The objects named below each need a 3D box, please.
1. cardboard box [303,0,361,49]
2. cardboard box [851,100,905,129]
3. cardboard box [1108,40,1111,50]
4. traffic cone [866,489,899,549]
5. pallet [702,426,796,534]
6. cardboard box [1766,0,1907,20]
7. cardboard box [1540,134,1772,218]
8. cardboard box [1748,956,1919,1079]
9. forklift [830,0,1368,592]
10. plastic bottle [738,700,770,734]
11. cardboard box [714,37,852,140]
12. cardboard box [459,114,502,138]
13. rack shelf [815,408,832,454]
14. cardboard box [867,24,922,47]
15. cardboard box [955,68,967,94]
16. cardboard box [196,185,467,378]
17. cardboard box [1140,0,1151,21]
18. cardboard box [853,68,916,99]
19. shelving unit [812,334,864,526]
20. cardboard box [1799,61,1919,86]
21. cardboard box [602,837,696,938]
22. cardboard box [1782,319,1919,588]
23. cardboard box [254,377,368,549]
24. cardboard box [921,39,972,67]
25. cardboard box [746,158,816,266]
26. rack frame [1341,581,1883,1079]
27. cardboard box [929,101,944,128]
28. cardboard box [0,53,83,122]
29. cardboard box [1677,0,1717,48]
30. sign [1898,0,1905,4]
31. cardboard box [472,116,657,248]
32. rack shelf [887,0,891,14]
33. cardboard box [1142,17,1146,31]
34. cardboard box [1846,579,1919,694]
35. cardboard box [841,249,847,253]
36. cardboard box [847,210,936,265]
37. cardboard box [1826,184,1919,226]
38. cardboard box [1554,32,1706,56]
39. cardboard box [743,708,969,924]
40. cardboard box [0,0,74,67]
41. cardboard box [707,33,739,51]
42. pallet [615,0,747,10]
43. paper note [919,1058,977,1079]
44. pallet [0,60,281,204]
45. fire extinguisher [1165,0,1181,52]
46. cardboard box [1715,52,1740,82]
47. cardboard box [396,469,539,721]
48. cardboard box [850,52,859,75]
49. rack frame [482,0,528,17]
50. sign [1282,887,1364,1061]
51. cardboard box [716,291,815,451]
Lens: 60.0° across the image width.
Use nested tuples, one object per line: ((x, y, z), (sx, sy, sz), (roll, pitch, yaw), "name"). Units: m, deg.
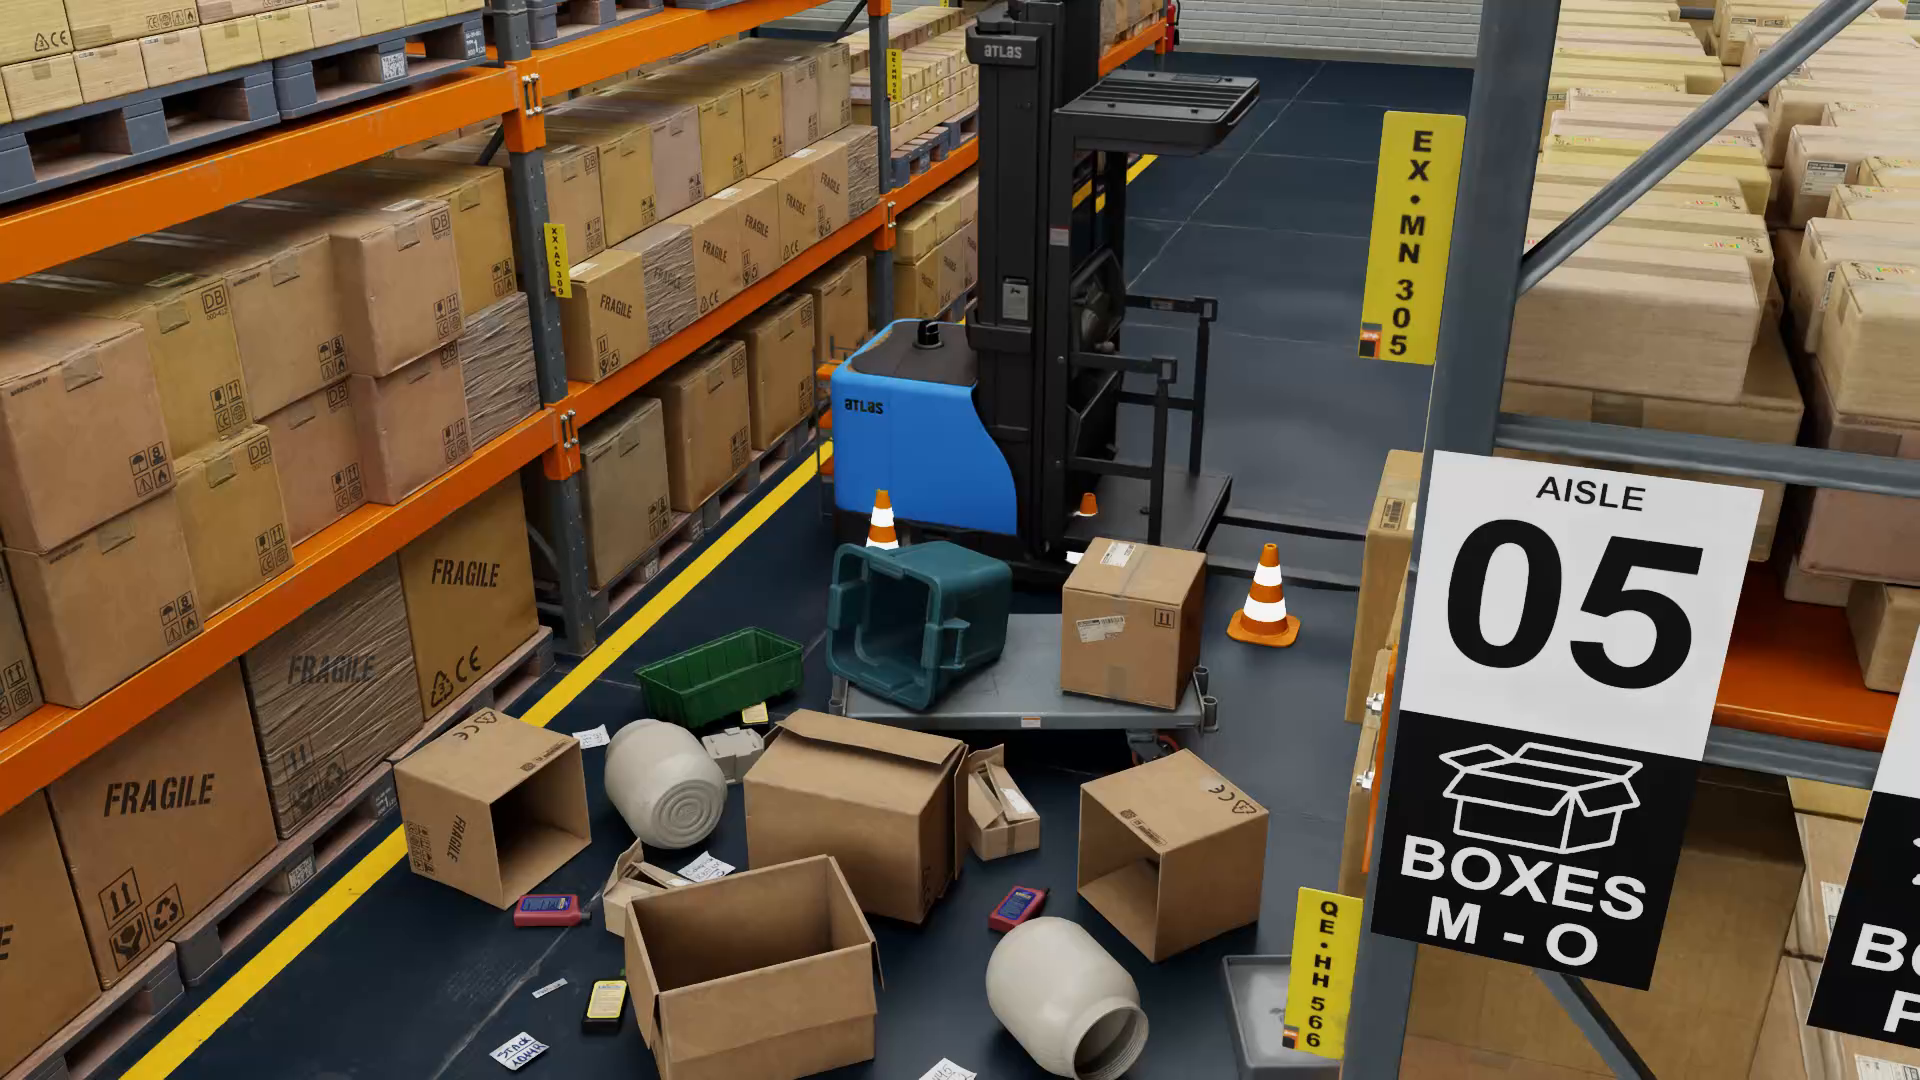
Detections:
((-2.346, -1.828, 5.834), (0.380, 0.149, 0.250), (9, 27, 18), "cardboard box")
((-0.592, -2.891, 11.245), (0.380, 0.149, 0.250), (10, 28, 20), "cardboard box")
((1.230, -4.777, 15.962), (0.380, 0.149, 0.250), (10, 28, 19), "cardboard box")
((-0.402, -0.059, 8.840), (0.336, 0.463, 0.334), (9, 27, 17), "traffic cone")
((-1.683, -0.444, 9.925), (1.003, 0.211, 1.213), (9, 27, 17), "pallet")
((2.515, -1.508, 4.854), (0.380, 0.149, 0.250), (8, 27, 16), "cardboard box")
((1.255, -0.631, 3.042), (0.380, 0.149, 0.250), (9, 27, 18), "cardboard box")
((1.517, 1.118, 3.042), (0.500, 0.500, 0.500), (8, 27, 17), "cardboard box")
((0.886, -1.209, 8.385), (3.031, 2.935, 1.130), (9, 27, 17), "forklift")
((-0.941, 0.787, 7.555), (0.133, 0.061, 0.283), (-5, 26, -9), "plastic bottle")
((-1.100, -2.824, 10.379), (0.700, 0.500, 0.500), (9, 27, 17), "cardboard box")
((-4.745, -3.516, 15.026), (1.225, 0.875, 0.875), (8, 27, 16), "cardboard box")
((-0.662, -0.587, 9.283), (0.215, 0.259, 0.240), (9, 27, 17), "rack shelf")
((-0.520, -3.977, 13.145), (0.380, 0.149, 0.250), (9, 27, 17), "cardboard box")
((-0.164, -3.421, 12.338), (0.380, 0.149, 0.250), (8, 27, 17), "cardboard box")
((-2.501, -1.032, 6.529), (0.875, 0.550, 0.550), (9, 27, 17), "cardboard box")
((1.637, -5.546, 16.806), (0.500, 0.500, 0.500), (8, 27, 17), "cardboard box")
((-0.518, -3.128, 11.393), (0.380, 0.149, 0.250), (8, 27, 16), "cardboard box")
((-0.662, -0.597, 9.278), (0.215, 1.050, 0.252), (9, 27, 17), "shelving unit")
((2.103, -0.975, 3.753), (0.380, 0.149, 0.250), (9, 27, 18), "cardboard box")
((-1.108, 1.336, 6.187), (0.396, 0.266, 0.258), (14, 29, 26), "cardboard box")
((1.516, -0.133, 2.471), (0.500, 0.250, 0.500), (8, 27, 17), "cardboard box")
((-2.837, -0.348, 6.355), (0.875, 0.550, 0.550), (9, 27, 17), "cardboard box")
((-0.083, -3.660, 12.491), (0.380, 0.149, 0.250), (8, 27, 17), "cardboard box")
((-1.172, -1.923, 9.665), (0.500, 0.500, 0.500), (8, 27, 17), "cardboard box")
((1.098, 1.452, 2.810), (1.000, 3.000, 0.127), (9, 27, 17), "rack frame")
((-0.335, -3.075, 11.965), (0.380, 0.149, 0.250), (10, 28, 20), "cardboard box")
((-2.767, -1.309, 4.760), (0.380, 0.149, 0.250), (9, 27, 17), "cardboard box")
((2.487, -1.925, 6.031), (0.500, 0.250, 0.500), (8, 27, 16), "cardboard box")
((2.943, -1.699, 5.282), (0.100, 0.325, 0.005), (9, 27, 17), "sign")
((-1.944, -1.780, 8.222), (0.700, 0.500, 0.500), (8, 27, 17), "cardboard box")
((-0.276, -4.360, 12.197), (1.077, 0.370, 4.000), (9, 27, 17), "rack shelf")
((1.691, -5.310, 17.063), (0.380, 0.149, 0.250), (8, 27, 17), "cardboard box")
((1.514, 0.126, 2.395), (0.380, 0.149, 0.250), (9, 27, 17), "cardboard box")
((-0.961, -2.233, 11.945), (0.500, 0.250, 0.500), (8, 27, 16), "cardboard box")
((-0.484, -2.162, 11.799), (0.500, 0.250, 0.500), (8, 27, 15), "cardboard box")
((1.619, -0.460, 2.690), (0.380, 0.149, 0.250), (9, 27, 17), "cardboard box")
((1.634, -1.163, 4.140), (0.380, 0.149, 0.250), (8, 27, 17), "cardboard box")
((-0.402, 1.040, 6.369), (0.797, 0.637, 0.503), (9, 27, 17), "cardboard box")
((-2.866, -1.452, 4.600), (0.500, 0.250, 0.500), (9, 27, 17), "cardboard box")
((-3.061, -5.519, 19.162), (0.875, 0.875, 0.875), (9, 27, 17), "cardboard box")
((-1.475, -3.045, 8.871), (1.003, 0.211, 1.213), (10, 28, 20), "pallet")
((-0.041, 1.789, 5.534), (0.148, 0.019, 0.142), (20, 32, 35), "paper note")
((-2.962, -1.344, 5.244), (1.003, 0.211, 1.213), (9, 27, 17), "pallet")
((2.240, -5.634, 17.960), (0.296, 0.674, 0.183), (9, 27, 17), "fire extinguisher")
((2.369, -1.180, 4.634), (0.500, 0.250, 0.500), (8, 27, 17), "cardboard box")
((-2.548, 0.147, 7.460), (0.875, 0.875, 0.875), (9, 27, 18), "cardboard box")
((-0.953, -3.445, 12.046), (0.380, 0.149, 0.250), (10, 27, 19), "cardboard box")
((-2.273, -3.568, 6.294), (1.000, 3.000, 0.127), (9, 27, 17), "rack frame")
((0.581, 0.700, 2.672), (0.100, 0.325, 0.005), (9, 27, 17), "sign")
((-1.517, -1.092, 10.162), (1.050, 0.750, 0.750), (9, 27, 18), "cardboard box")
